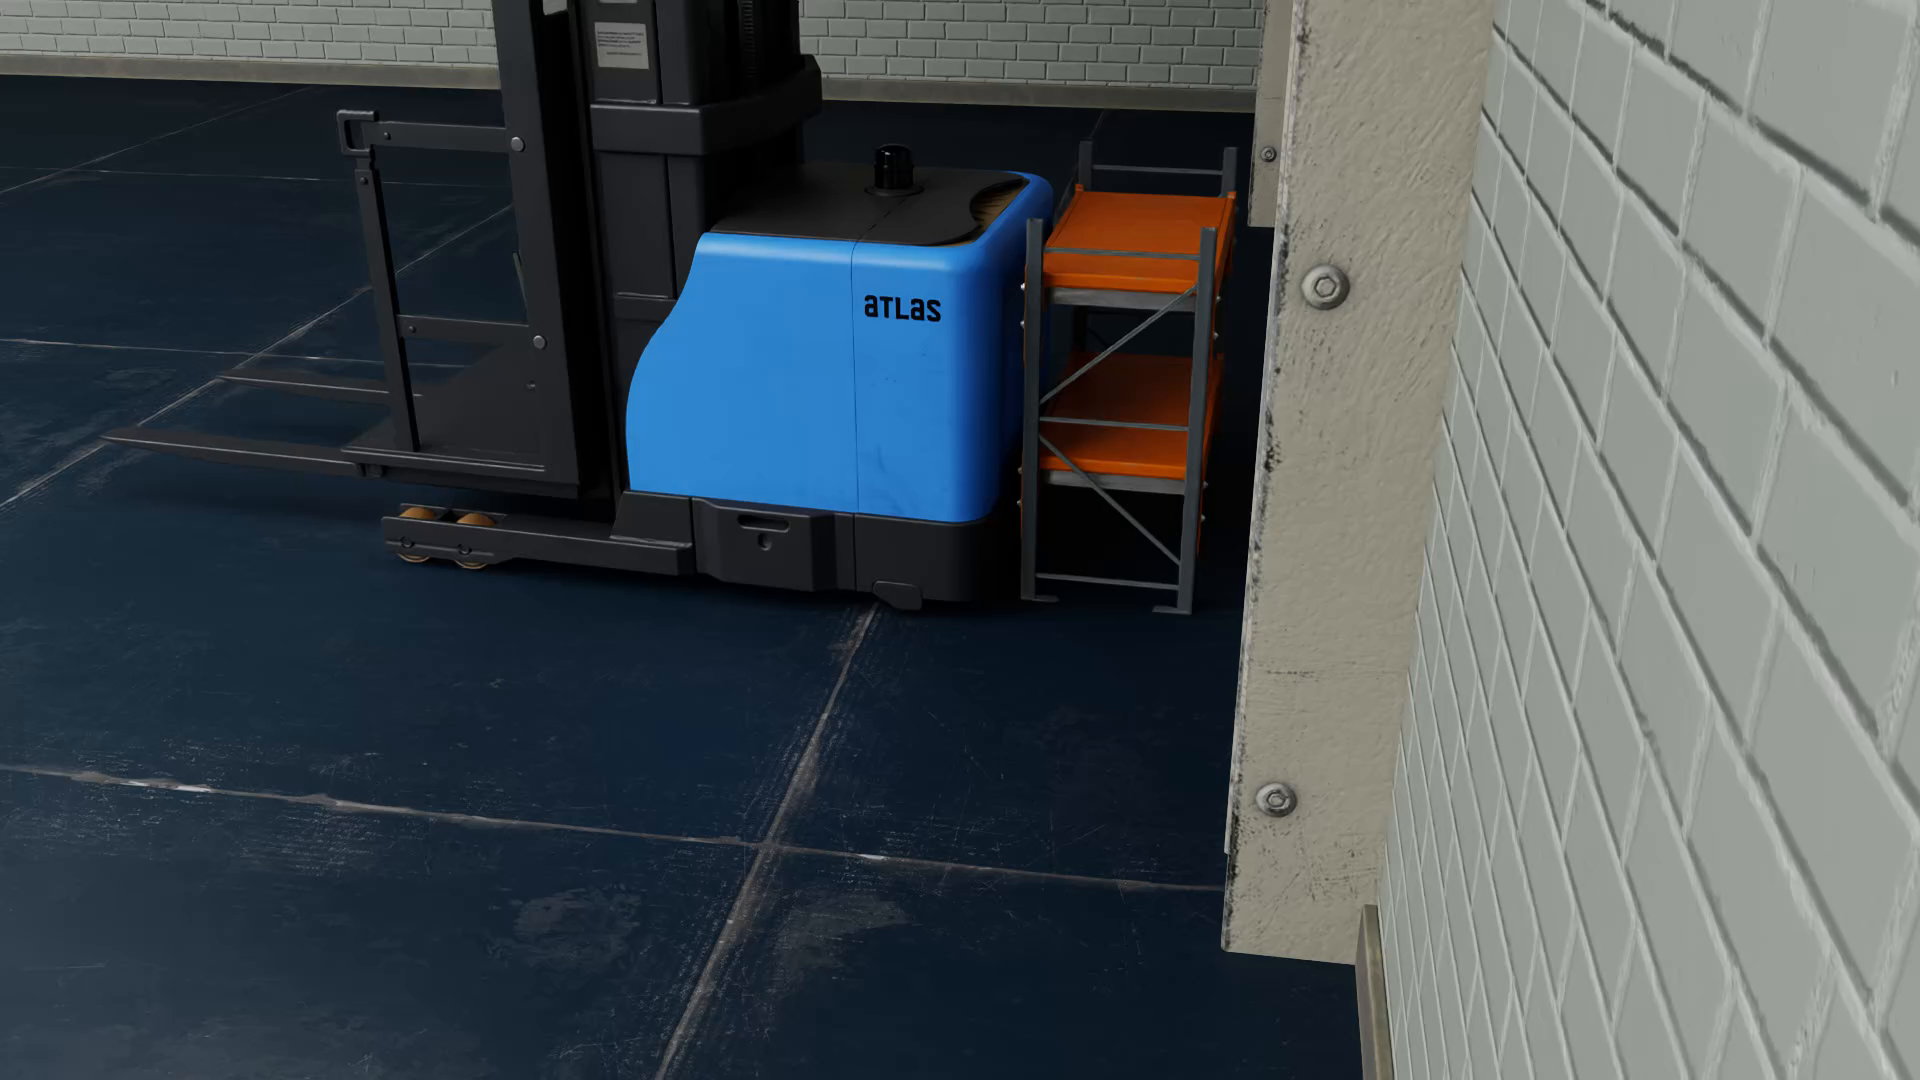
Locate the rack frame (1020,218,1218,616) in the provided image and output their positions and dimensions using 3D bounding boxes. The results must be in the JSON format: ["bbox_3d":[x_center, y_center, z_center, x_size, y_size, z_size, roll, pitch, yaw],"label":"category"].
[{"bbox_3d":[0.425,-0.320,4.606,0.500,1.125,0.032,5,26,10],"label":"rack frame"}]

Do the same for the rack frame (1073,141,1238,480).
[{"bbox_3d":[0.628,-0.742,5.509,0.500,1.125,0.032,5,26,10],"label":"rack frame"}]

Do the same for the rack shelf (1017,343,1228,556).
[{"bbox_3d":[0.526,-0.310,5.161,0.538,0.278,1.000,5,26,10],"label":"rack shelf"}]

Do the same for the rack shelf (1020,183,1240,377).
[{"bbox_3d":[0.526,-0.796,4.933,0.538,0.278,1.000,5,26,10],"label":"rack shelf"}]

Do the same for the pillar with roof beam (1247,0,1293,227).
[{"bbox_3d":[-2.542,-6.107,7.682,9.100,9.000,0.400,4,25,9],"label":"pillar with roof beam"}]

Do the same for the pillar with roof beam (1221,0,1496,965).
[{"bbox_3d":[-3.522,-3.598,2.321,9.100,9.000,0.400,4,25,9],"label":"pillar with roof beam"}]

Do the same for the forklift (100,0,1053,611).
[{"bbox_3d":[-1.273,-1.447,4.885,3.031,2.935,1.130,6,26,13],"label":"forklift"}]

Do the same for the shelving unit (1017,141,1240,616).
[{"bbox_3d":[0.526,-0.531,5.057,0.538,1.125,1.048,5,26,10],"label":"shelving unit"}]
